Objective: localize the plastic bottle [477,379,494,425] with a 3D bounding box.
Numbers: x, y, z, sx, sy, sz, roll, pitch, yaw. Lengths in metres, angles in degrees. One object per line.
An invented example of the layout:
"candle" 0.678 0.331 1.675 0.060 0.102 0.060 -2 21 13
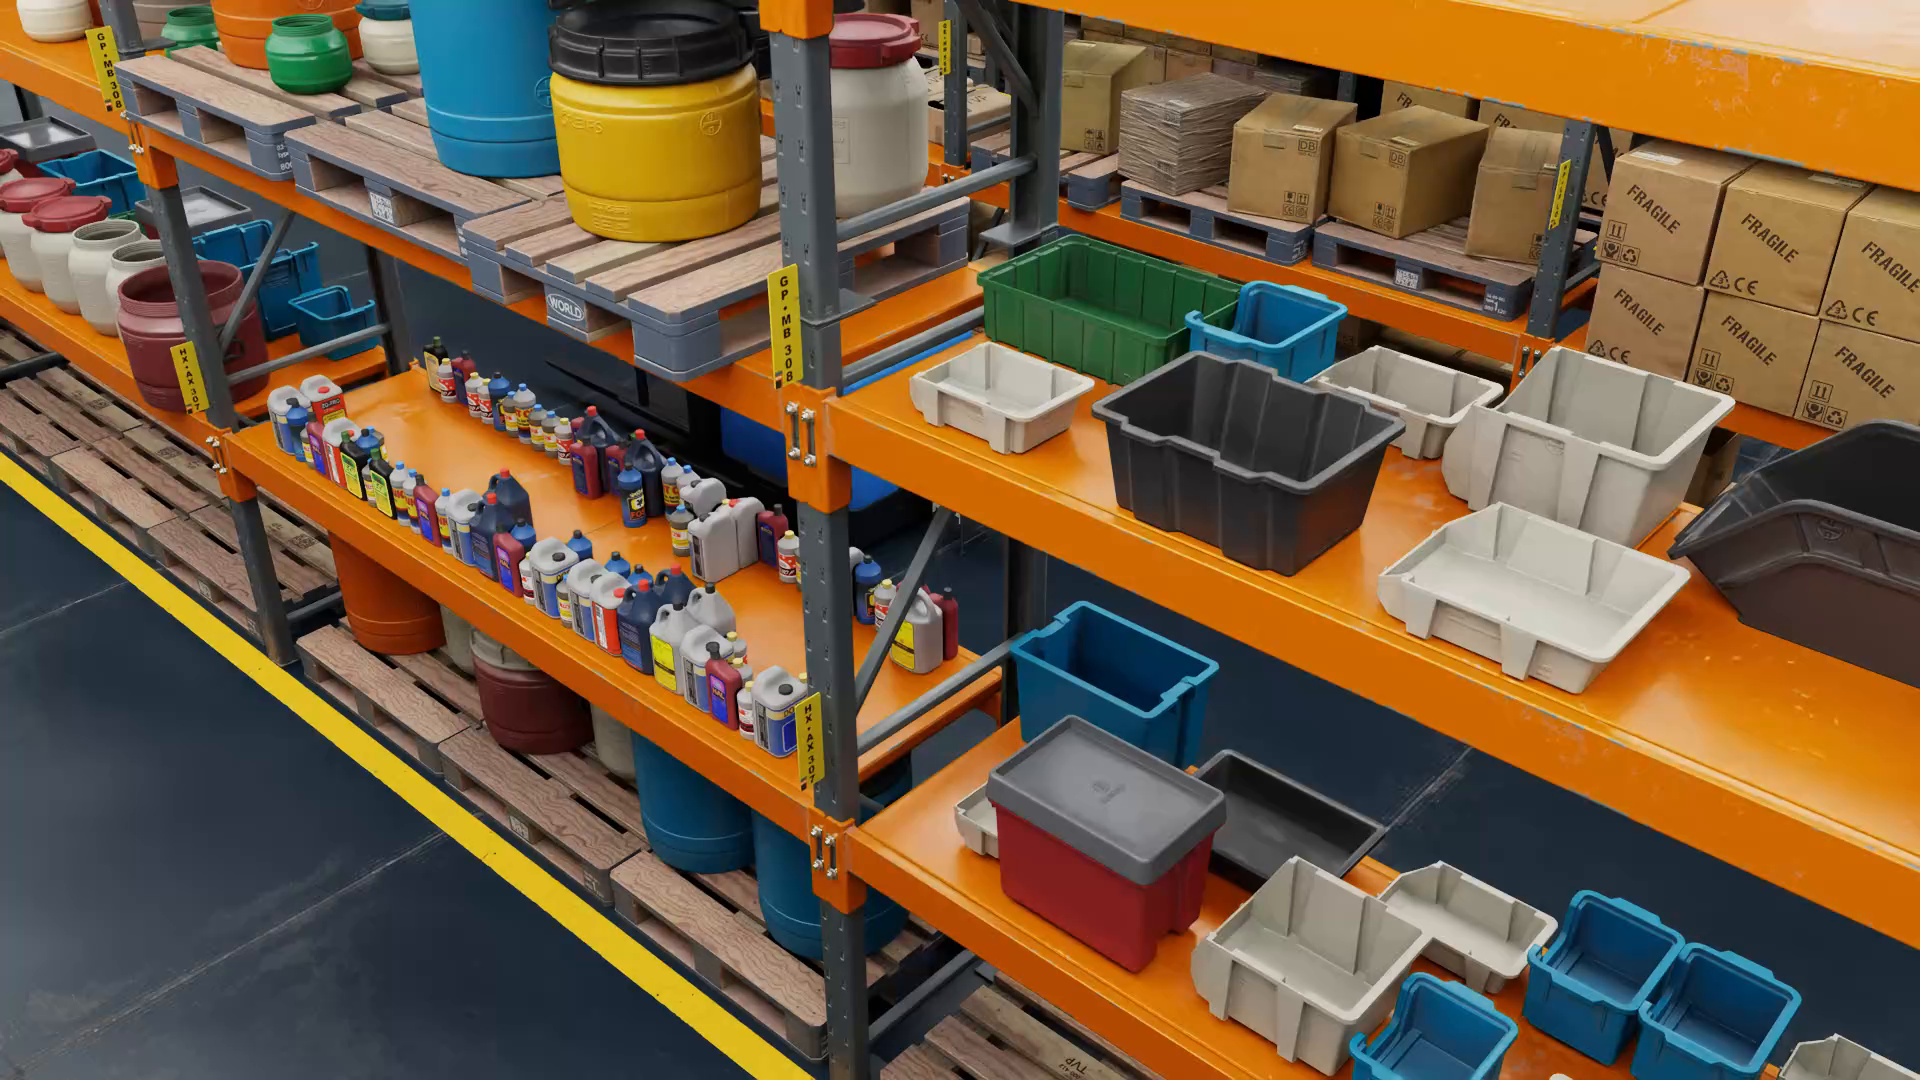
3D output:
"plastic bottle" -2.148 -0.638 7.594 0.097 0.201 0.097 0 31 0

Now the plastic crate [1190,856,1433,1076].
"plastic crate" 0.924 1.148 4.492 0.530 0.282 0.437 25 39 35

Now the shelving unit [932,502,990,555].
"shelving unit" 0.006 -0.383 9.013 0.210 0.900 0.258 25 39 35

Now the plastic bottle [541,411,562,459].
"plastic bottle" -1.787 -0.470 7.314 0.097 0.201 0.097 0 31 0

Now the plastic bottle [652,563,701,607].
"plastic bottle" -1.026 0.233 6.003 0.185 0.351 0.144 25 39 35

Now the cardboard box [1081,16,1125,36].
"cardboard box" 1.517 -5.073 16.038 0.500 0.250 0.500 24 39 34

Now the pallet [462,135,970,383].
"pallet" -0.732 -0.914 5.135 1.003 0.211 1.213 25 39 35

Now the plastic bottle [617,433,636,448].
"plastic bottle" -1.381 -0.328 7.000 0.133 0.283 0.061 25 39 35

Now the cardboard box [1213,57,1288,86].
"cardboard box" 2.725 -4.218 15.346 0.500 0.500 0.700 25 39 35

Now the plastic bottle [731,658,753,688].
"plastic bottle" -0.756 0.497 5.709 0.097 0.201 0.097 0 31 0

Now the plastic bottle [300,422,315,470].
"plastic bottle" -2.807 -0.418 7.228 0.097 0.201 0.097 0 31 0

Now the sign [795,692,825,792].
"sign" -0.455 0.615 5.052 0.005 0.325 0.100 25 39 35

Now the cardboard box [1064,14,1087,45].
"cardboard box" 1.189 -4.902 16.482 0.500 0.500 0.700 27 40 37

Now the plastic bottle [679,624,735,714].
"plastic bottle" -0.865 0.438 5.735 0.135 0.276 0.152 25 39 35

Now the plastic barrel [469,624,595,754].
"plastic barrel" -1.839 0.546 7.365 0.708 0.588 0.600 25 39 35

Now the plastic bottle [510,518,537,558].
"plastic bottle" -1.673 0.039 6.401 0.097 0.271 0.097 0 31 0

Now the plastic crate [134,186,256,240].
"plastic crate" -4.043 -1.564 8.878 0.583 0.464 0.402 25 39 35

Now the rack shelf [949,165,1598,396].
"rack shelf" 1.759 -1.753 9.951 4.000 0.370 1.077 25 39 35

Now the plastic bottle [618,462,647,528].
"plastic bottle" -1.340 -0.190 6.783 0.097 0.271 0.097 0 31 0

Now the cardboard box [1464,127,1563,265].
"cardboard box" 3.041 -1.841 8.896 0.500 0.500 0.700 12 33 19

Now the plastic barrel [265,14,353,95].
"plastic barrel" -2.419 -1.804 6.174 0.294 0.245 0.294 0 31 0

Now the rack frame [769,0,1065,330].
"rack frame" -0.085 -2.046 3.924 0.127 3.000 1.000 25 39 35

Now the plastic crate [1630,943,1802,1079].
"plastic crate" 1.942 1.287 4.308 0.300 0.233 0.416 25 39 35

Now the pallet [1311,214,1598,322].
"pallet" 2.723 -1.605 9.194 1.213 0.211 1.003 25 39 35

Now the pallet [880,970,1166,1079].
"pallet" 0.486 1.958 5.793 1.213 0.211 1.003 25 39 35

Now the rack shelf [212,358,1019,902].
"rack shelf" -1.568 0.140 6.807 4.000 0.370 1.077 25 39 35

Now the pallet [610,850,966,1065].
"pallet" -0.629 1.436 6.661 1.213 0.211 1.003 25 39 35

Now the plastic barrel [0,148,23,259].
"plastic barrel" -5.454 -1.888 9.346 0.433 0.535 0.433 0 31 0

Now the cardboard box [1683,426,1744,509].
"cardboard box" 3.855 -0.398 9.000 0.500 0.500 0.500 25 39 35

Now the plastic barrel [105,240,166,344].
"plastic barrel" -3.957 -1.183 8.198 0.421 0.512 0.421 0 31 0

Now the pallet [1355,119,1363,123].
"pallet" 3.019 -3.725 15.233 1.213 0.211 1.003 25 39 35

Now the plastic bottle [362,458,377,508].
"plastic bottle" -2.437 -0.245 6.941 0.097 0.201 0.097 0 31 0

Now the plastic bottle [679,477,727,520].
"plastic bottle" -1.031 -0.130 6.677 0.135 0.276 0.152 25 39 35

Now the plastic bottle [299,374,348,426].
"plastic bottle" -2.845 -0.592 7.446 0.135 0.276 0.152 25 39 35

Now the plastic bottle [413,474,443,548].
"plastic bottle" -2.121 -0.120 6.654 0.133 0.283 0.061 25 39 35

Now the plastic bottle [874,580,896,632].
"plastic bottle" -0.267 0.240 6.136 0.097 0.201 0.097 0 31 0

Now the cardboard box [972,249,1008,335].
"cardboard box" 0.422 -1.604 11.003 0.500 0.500 0.500 27 40 37

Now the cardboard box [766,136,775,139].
"cardboard box" -1.439 -2.998 13.037 0.500 0.311 0.500 25 39 35

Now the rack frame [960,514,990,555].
"rack frame" 0.081 -0.348 8.955 0.006 0.900 0.240 25 39 35

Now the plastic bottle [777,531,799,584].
"plastic bottle" -0.656 0.058 6.437 0.097 0.201 0.097 0 31 0

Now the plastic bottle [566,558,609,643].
"plastic bottle" -1.339 0.217 6.102 0.135 0.276 0.152 25 39 35

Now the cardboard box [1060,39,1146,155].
"cardboard box" 0.819 -2.801 10.491 0.500 0.500 0.700 12 33 19

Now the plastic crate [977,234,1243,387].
"plastic crate" 0.432 -0.639 4.701 0.662 0.188 0.450 25 39 35

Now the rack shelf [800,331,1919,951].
"rack shelf" 1.398 0.239 3.734 4.000 0.370 1.077 25 39 35

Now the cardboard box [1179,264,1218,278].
"cardboard box" 1.510 -1.458 10.760 0.500 0.500 0.500 23 38 33

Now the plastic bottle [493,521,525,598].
"plastic bottle" -1.713 0.071 6.337 0.133 0.283 0.061 25 39 35

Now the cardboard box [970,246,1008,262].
"cardboard box" 0.085 -2.049 12.004 0.500 0.250 0.500 25 39 35

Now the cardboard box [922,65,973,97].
"cardboard box" -0.257 -3.099 11.575 0.500 0.311 0.500 25 39 35

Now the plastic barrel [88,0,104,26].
"plastic barrel" -3.999 -2.923 7.873 0.708 0.830 0.600 25 39 35

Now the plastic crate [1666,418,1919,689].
"plastic crate" 1.933 0.016 3.467 0.767 0.338 0.504 25 39 35

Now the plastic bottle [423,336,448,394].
"plastic bottle" -2.464 -0.834 7.840 0.133 0.283 0.061 25 39 35

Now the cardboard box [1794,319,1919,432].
"cardboard box" 4.188 -0.781 7.542 0.500 0.500 0.500 25 39 35

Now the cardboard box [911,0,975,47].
"cardboard box" -0.165 -5.495 17.466 0.500 0.500 0.500 22 37 32

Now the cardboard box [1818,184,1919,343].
"cardboard box" 4.166 -1.213 7.290 0.500 0.500 0.500 24 38 34

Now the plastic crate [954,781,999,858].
"plastic crate" 0.164 0.827 5.166 0.243 0.136 0.396 25 39 35

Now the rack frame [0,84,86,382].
"rack frame" -6.016 -2.245 10.071 0.127 3.000 1.000 25 39 35

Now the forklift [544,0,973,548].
"forklift" -1.348 -1.846 9.475 3.031 2.935 1.130 25 39 35
